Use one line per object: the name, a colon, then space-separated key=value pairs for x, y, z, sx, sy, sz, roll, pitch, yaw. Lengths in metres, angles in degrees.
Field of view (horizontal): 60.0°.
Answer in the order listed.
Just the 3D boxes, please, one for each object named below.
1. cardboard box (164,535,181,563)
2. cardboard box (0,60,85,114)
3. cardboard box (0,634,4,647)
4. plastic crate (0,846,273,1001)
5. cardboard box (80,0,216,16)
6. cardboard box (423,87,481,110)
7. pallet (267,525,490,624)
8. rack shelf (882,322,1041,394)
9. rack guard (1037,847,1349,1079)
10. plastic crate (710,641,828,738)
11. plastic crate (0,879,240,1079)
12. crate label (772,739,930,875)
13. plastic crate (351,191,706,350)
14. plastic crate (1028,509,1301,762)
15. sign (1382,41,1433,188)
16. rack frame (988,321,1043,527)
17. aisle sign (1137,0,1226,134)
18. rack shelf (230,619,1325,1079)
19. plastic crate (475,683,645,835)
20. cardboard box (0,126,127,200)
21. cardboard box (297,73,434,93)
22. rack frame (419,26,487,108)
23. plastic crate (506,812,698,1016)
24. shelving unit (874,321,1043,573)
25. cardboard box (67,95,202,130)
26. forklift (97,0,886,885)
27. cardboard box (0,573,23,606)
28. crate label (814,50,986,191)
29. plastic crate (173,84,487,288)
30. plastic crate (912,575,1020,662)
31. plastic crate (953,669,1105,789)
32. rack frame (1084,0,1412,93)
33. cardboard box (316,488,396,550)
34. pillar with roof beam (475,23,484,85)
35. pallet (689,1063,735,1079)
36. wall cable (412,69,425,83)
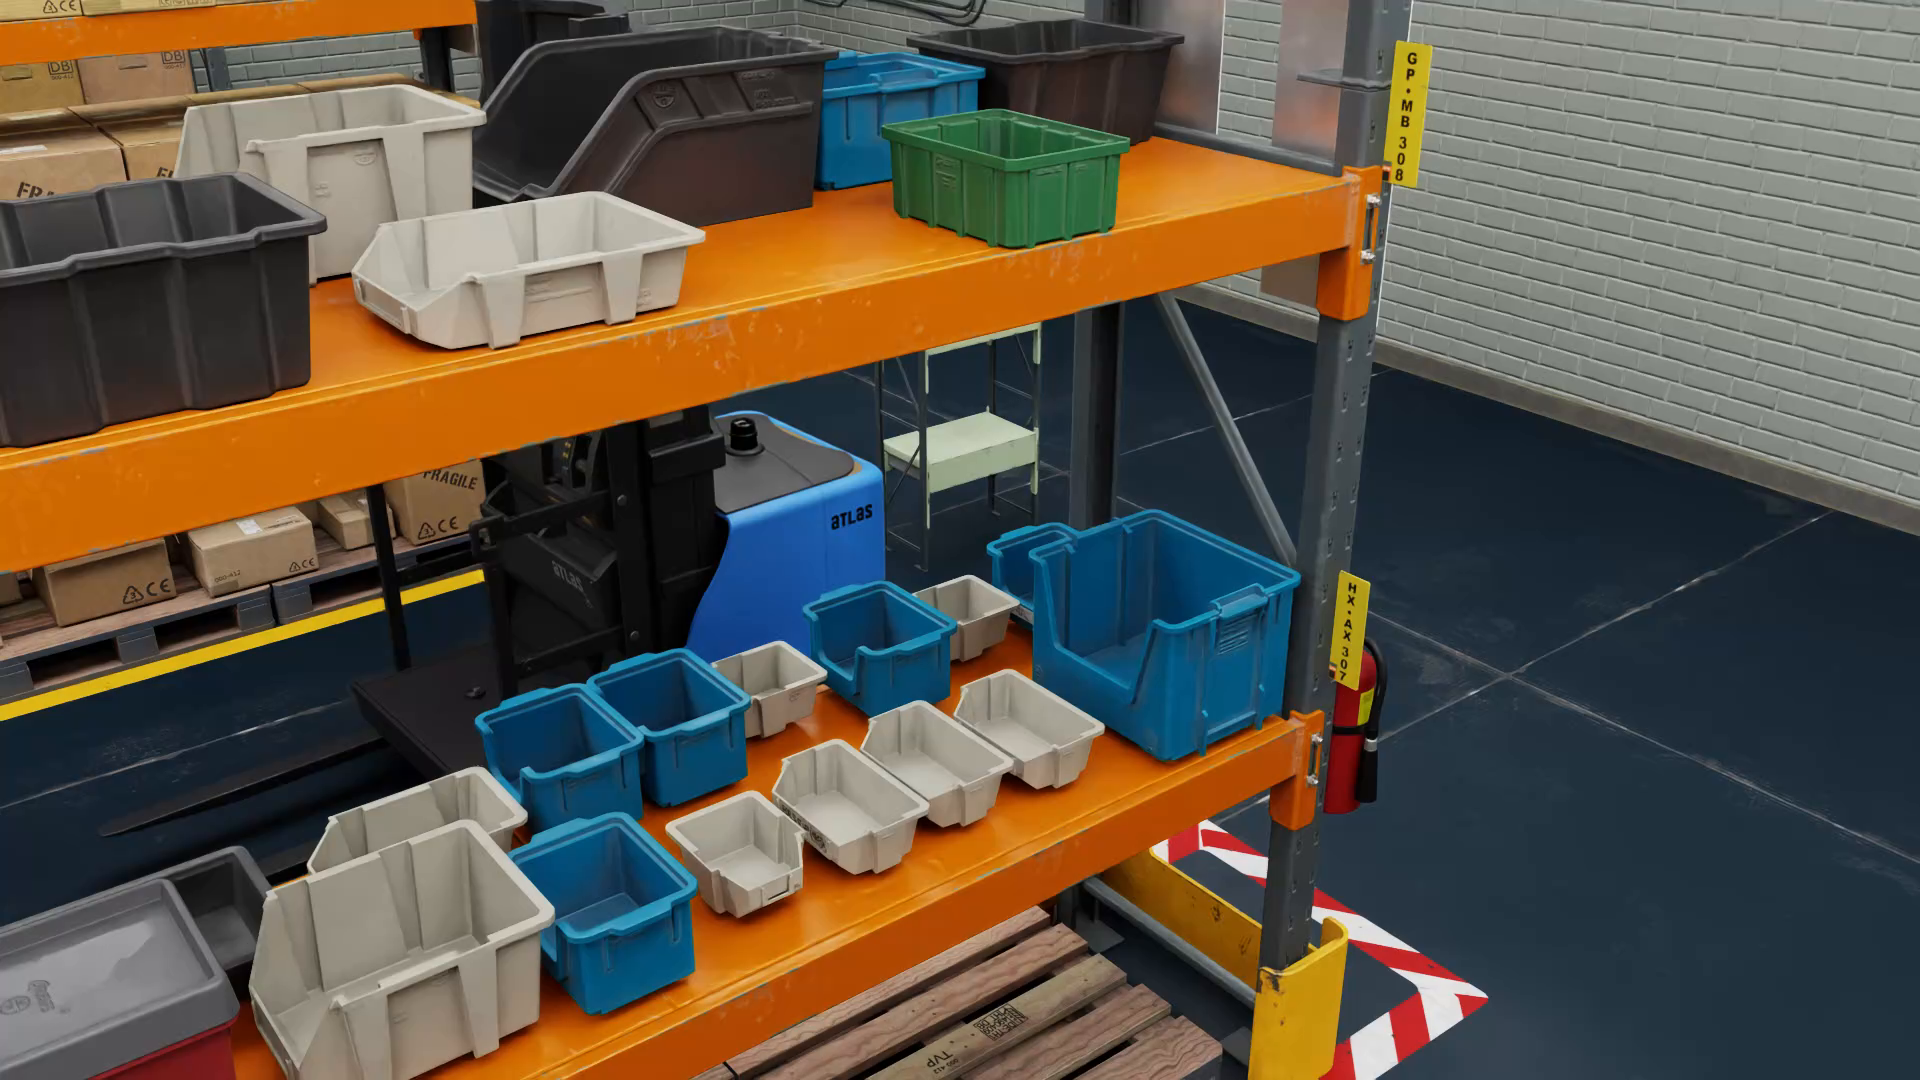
cardboard box: x=-3.751 y=-0.147 z=8.247 sx=0.500 sy=0.250 sz=0.500 roll=-18 pitch=31 yaw=-34
cardboard box: x=-6.382 y=-2.949 z=11.185 sx=0.700 sy=0.700 sz=0.980 roll=-19 pitch=31 yaw=-34
cardboard box: x=-4.371 y=0.358 z=7.259 sx=0.250 sy=0.166 sz=0.380 roll=-18 pitch=31 yaw=-34
plastic crate: x=-1.740 y=0.897 z=3.509 sx=0.590 sy=0.125 sz=0.437 roll=-18 pitch=31 yaw=-34
cardboard box: x=-3.388 y=-2.313 z=6.786 sx=0.500 sy=0.250 sz=0.500 roll=-18 pitch=31 yaw=-34
cardboard box: x=-2.542 y=-1.794 z=7.745 sx=0.500 sy=0.500 sz=0.500 roll=-19 pitch=31 yaw=-34
pallet: x=-3.048 y=-0.009 z=8.520 sx=1.213 sy=0.211 sz=1.003 roll=-18 pitch=31 yaw=-34
rack shelf: x=-0.005 y=-1.033 z=8.266 sx=0.720 sy=0.370 sz=0.431 roll=-18 pitch=31 yaw=-34
rack guard: x=0.703 y=1.264 z=5.434 sx=0.348 sy=0.500 sz=1.175 roll=-18 pitch=31 yaw=-34
plastic crate: x=-0.542 y=0.420 z=4.524 sx=0.298 sy=0.136 sz=0.250 roll=-18 pitch=31 yaw=-34
plastic crate: x=-1.598 y=0.974 z=2.940 sx=0.583 sy=0.464 sz=0.402 roll=-18 pitch=31 yaw=-34
crate label: x=-0.279 y=0.655 z=4.017 sx=0.243 sy=0.136 sz=0.396 roll=-18 pitch=31 yaw=-34
plastic crate: x=-0.781 y=-0.482 z=2.975 sx=0.530 sy=0.136 sz=0.437 roll=-18 pitch=31 yaw=-34
plastic crate: x=0.544 y=0.246 z=4.544 sx=0.499 sy=0.435 sz=0.616 roll=-18 pitch=31 yaw=-34
sign: x=1.045 y=-0.995 z=3.892 sx=0.005 sy=0.325 sz=0.100 roll=-18 pitch=31 yaw=-34
rack frame: x=0.283 y=-0.774 z=8.635 sx=0.023 sy=1.500 sz=0.400 roll=-18 pitch=31 yaw=-34
aisle sign: x=0.566 y=-1.156 z=4.590 sx=0.004 sy=0.787 sz=0.394 roll=-18 pitch=31 yaw=-34
rack shelf: x=-0.882 y=0.986 z=3.917 sx=4.000 sy=0.370 sz=1.077 roll=-18 pitch=31 yaw=-34
plastic crate: x=-0.977 y=0.564 z=4.099 sx=0.300 sy=0.233 sz=0.416 roll=-18 pitch=31 yaw=-34
cardboard box: x=-3.748 y=-1.393 z=6.881 sx=0.500 sy=0.500 sz=0.500 roll=-17 pitch=30 yaw=-32
cardboard box: x=-2.873 y=-1.973 z=8.131 sx=0.500 sy=0.500 sz=0.500 roll=-17 pitch=30 yaw=-33
rack frame: x=-2.361 y=-1.502 z=8.422 sx=0.127 sy=3.000 sz=1.000 roll=-18 pitch=31 yaw=-34
plastic crate: x=-0.766 y=0.807 z=3.575 sx=0.300 sy=0.233 sz=0.416 roll=-18 pitch=31 yaw=-34
shelving unit: x=-0.005 y=-0.679 z=8.431 sx=0.755 sy=1.500 sz=0.431 roll=-18 pitch=31 yaw=-34
cardboard box: x=-3.677 y=-1.706 z=7.556 sx=0.500 sy=0.500 sz=0.500 roll=-18 pitch=30 yaw=-33
forklift: x=-1.743 y=-0.398 z=6.126 sx=3.031 sy=2.935 sz=1.130 roll=-20 pitch=32 yaw=-37
cardboard box: x=-4.645 y=0.121 z=7.598 sx=0.500 sy=0.311 sz=0.500 roll=-18 pitch=31 yaw=-34
crate label: x=-0.233 y=-1.020 z=3.999 sx=0.502 sy=0.251 sz=0.408 roll=-18 pitch=31 yaw=-34
plastic crate: x=-1.242 y=-0.693 z=3.258 sx=0.530 sy=0.282 sz=0.437 roll=-18 pitch=31 yaw=-34
plastic crate: x=-0.009 y=0.244 z=4.904 sx=0.298 sy=0.136 sz=0.250 roll=-18 pitch=31 yaw=-34
plastic crate: x=0.162 y=0.504 z=4.342 sx=0.243 sy=0.136 sz=0.396 roll=-18 pitch=31 yaw=-34
rack frame: x=0.692 y=-2.581 z=3.622 sx=0.127 sy=3.000 sz=1.000 roll=-18 pitch=31 yaw=-34
cardboard box: x=-3.011 y=-0.118 z=8.284 sx=0.250 sy=0.166 sz=0.380 roll=-18 pitch=31 yaw=-34
pillar with roof beam: x=-1.174 y=-5.425 z=9.749 sx=0.400 sy=9.000 sz=9.100 roll=-18 pitch=31 yaw=-34
pallet: x=-0.940 y=1.922 z=4.359 sx=1.213 sy=0.211 sz=1.003 roll=-18 pitch=31 yaw=-34
wall cable: x=-4.997 y=-4.248 z=13.134 sx=1.851 sy=1.984 sz=0.084 roll=-18 pitch=31 yaw=-34
